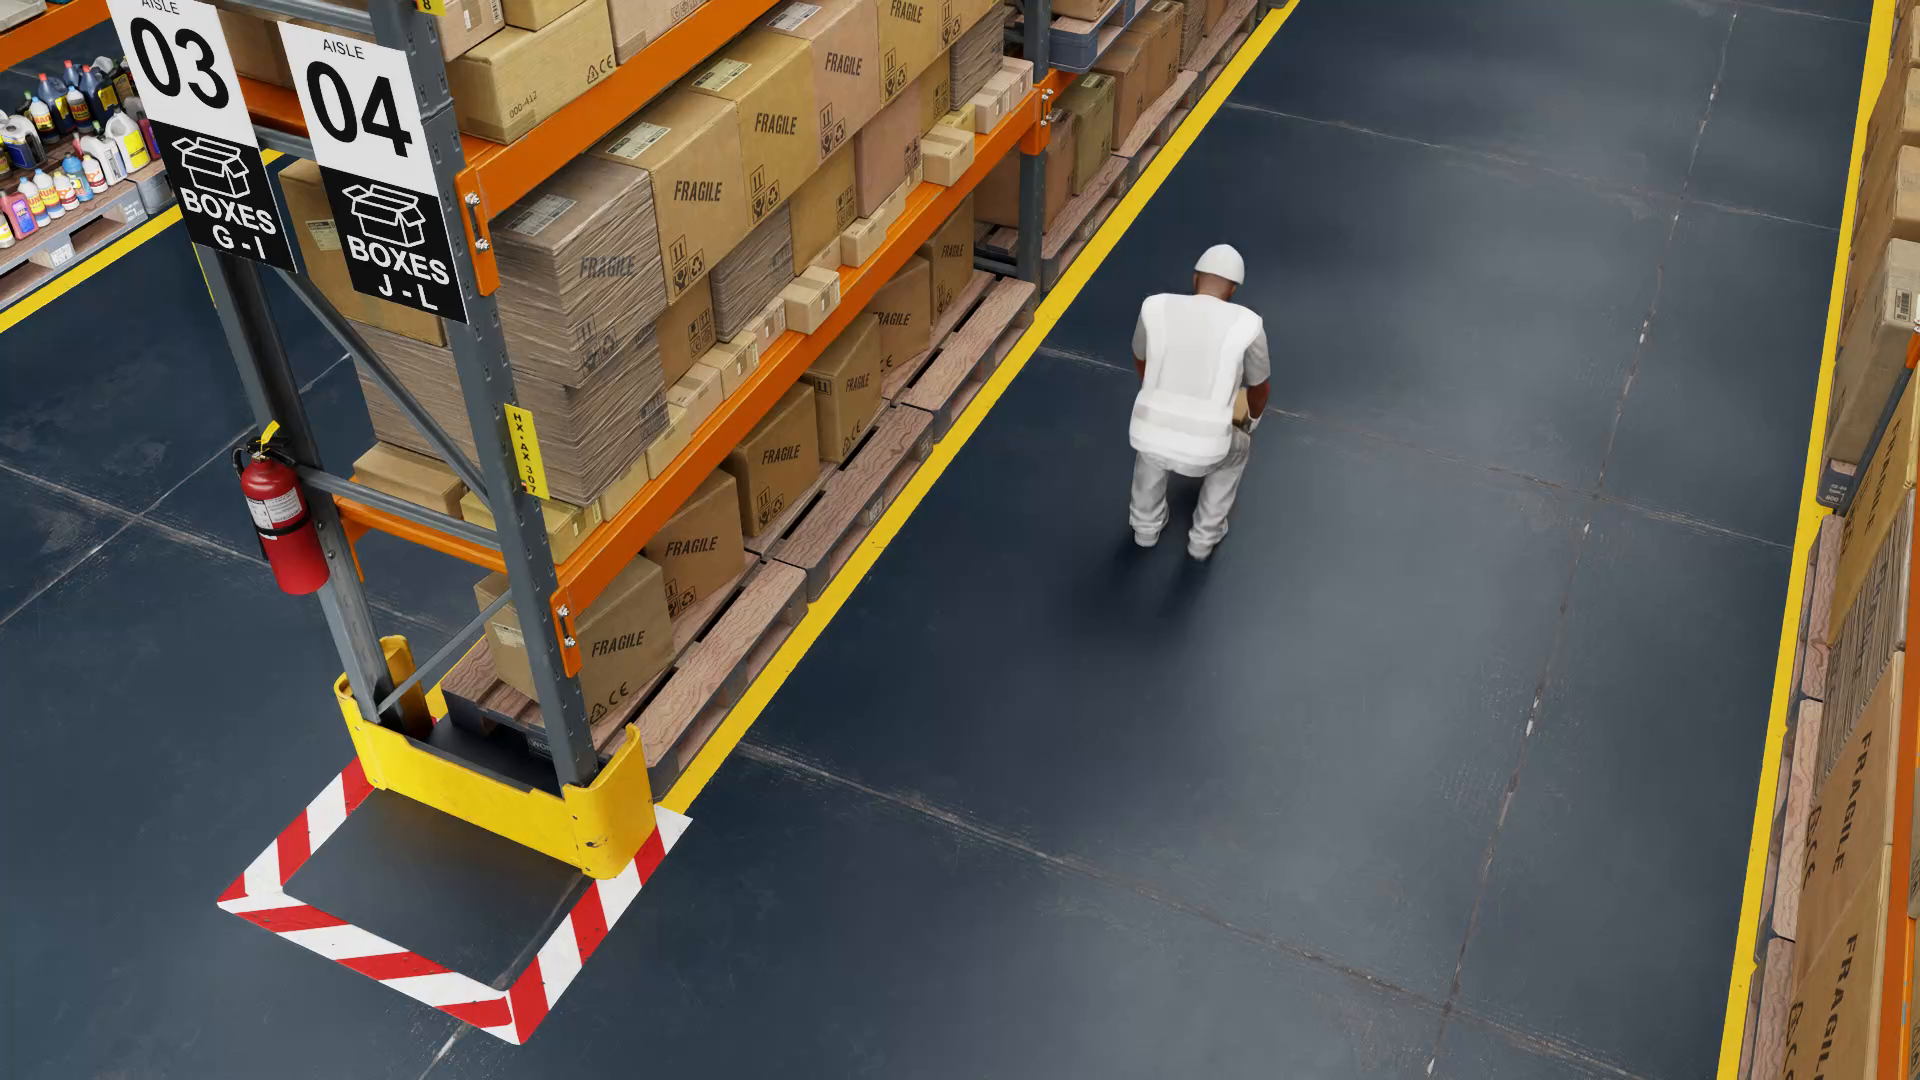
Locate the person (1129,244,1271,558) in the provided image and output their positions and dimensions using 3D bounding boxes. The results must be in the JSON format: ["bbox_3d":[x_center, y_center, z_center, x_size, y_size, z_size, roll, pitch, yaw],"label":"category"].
[{"bbox_3d":[0.974,-0.555,7.140,0.610,1.293,0.823,17,44,18],"label":"person"}]
